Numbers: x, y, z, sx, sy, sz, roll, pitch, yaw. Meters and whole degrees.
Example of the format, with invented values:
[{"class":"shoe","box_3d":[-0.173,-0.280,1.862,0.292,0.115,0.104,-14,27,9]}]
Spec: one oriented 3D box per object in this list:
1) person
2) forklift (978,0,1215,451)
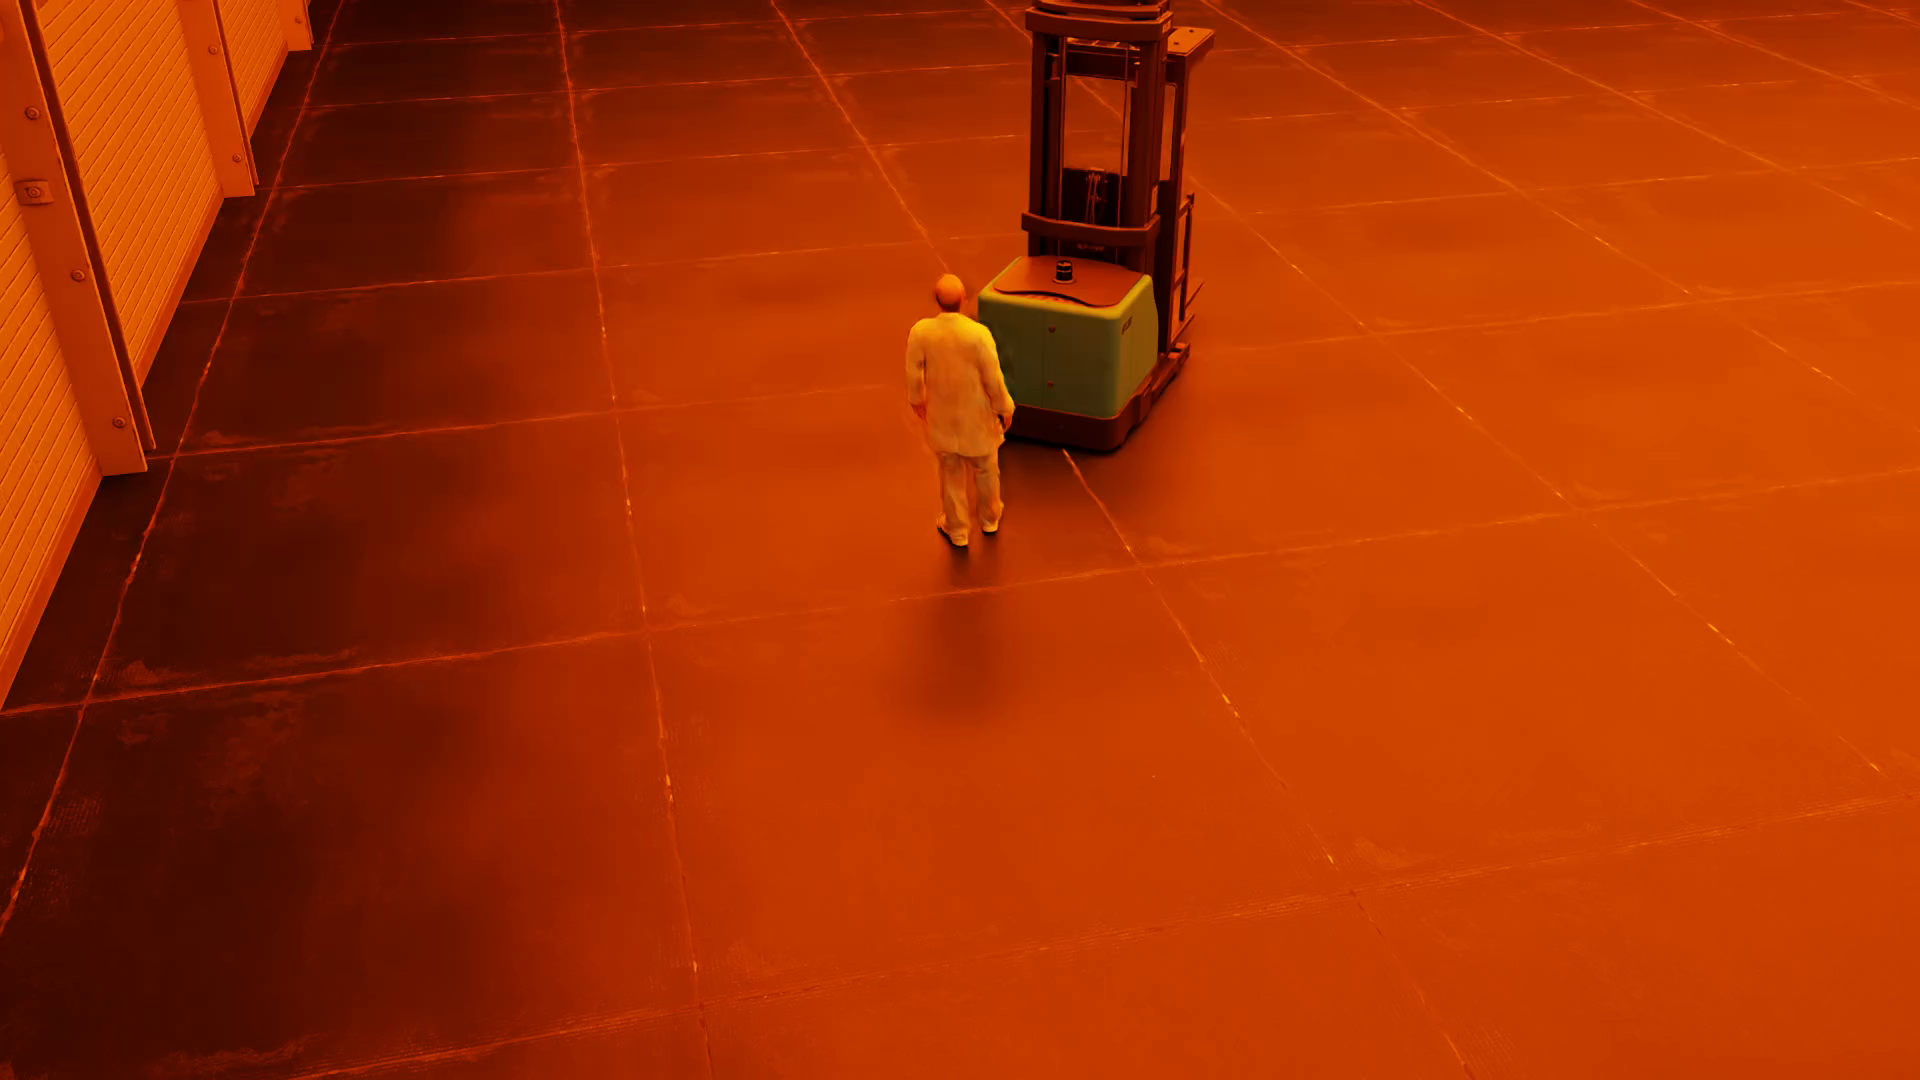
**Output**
[{"class":"person","box_3d":[0.052,-0.840,10.168,0.697,1.779,0.667,12,32,20]},{"class":"forklift","box_3d":[1.134,-2.604,12.073,1.130,2.935,3.031,12,32,19]}]
